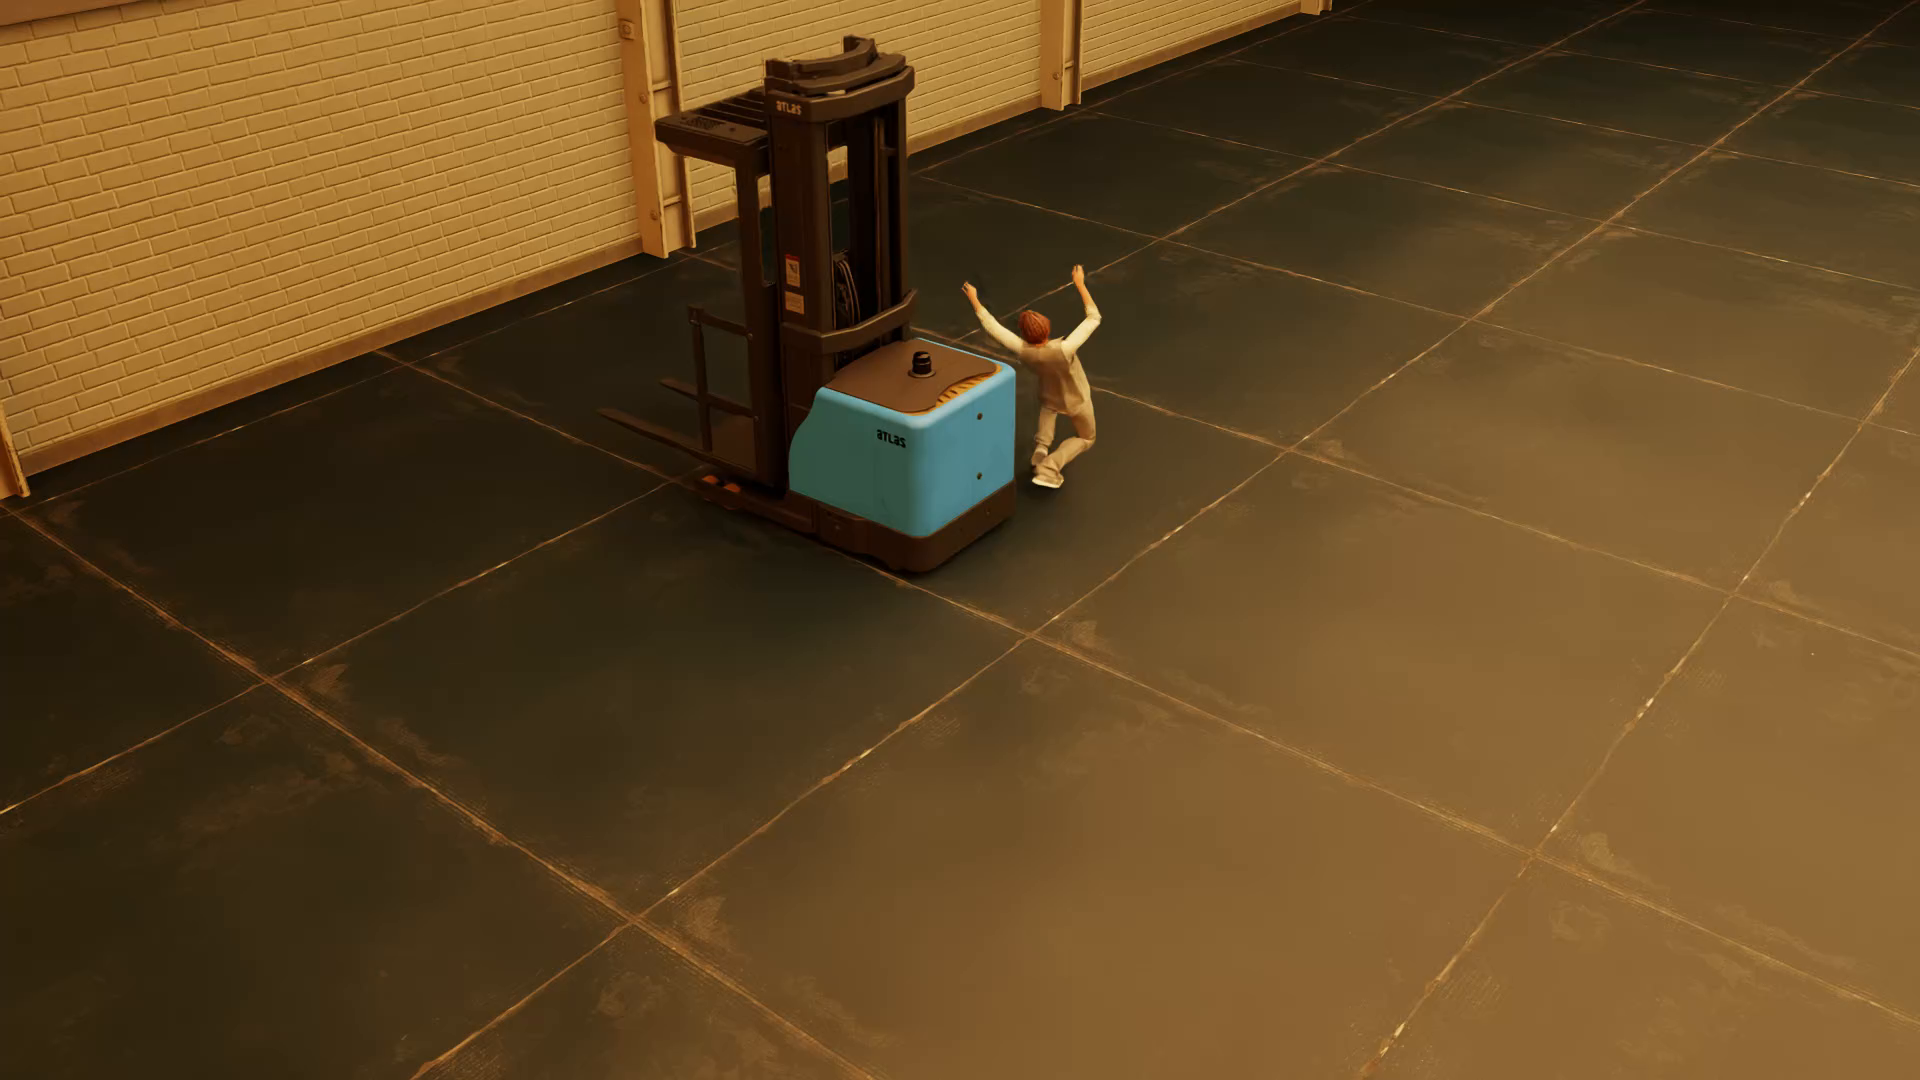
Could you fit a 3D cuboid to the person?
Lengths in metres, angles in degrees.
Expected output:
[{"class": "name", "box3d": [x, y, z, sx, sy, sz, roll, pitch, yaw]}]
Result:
[{"class": "person", "box3d": [0.482, -1.093, 10.895, 0.931, 1.499, 0.727, 18, 35, 28]}]

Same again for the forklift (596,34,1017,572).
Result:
[{"class": "forklift", "box3d": [-1.126, -1.655, 10.428, 3.031, 2.935, 1.130, 20, 36, 31]}]
